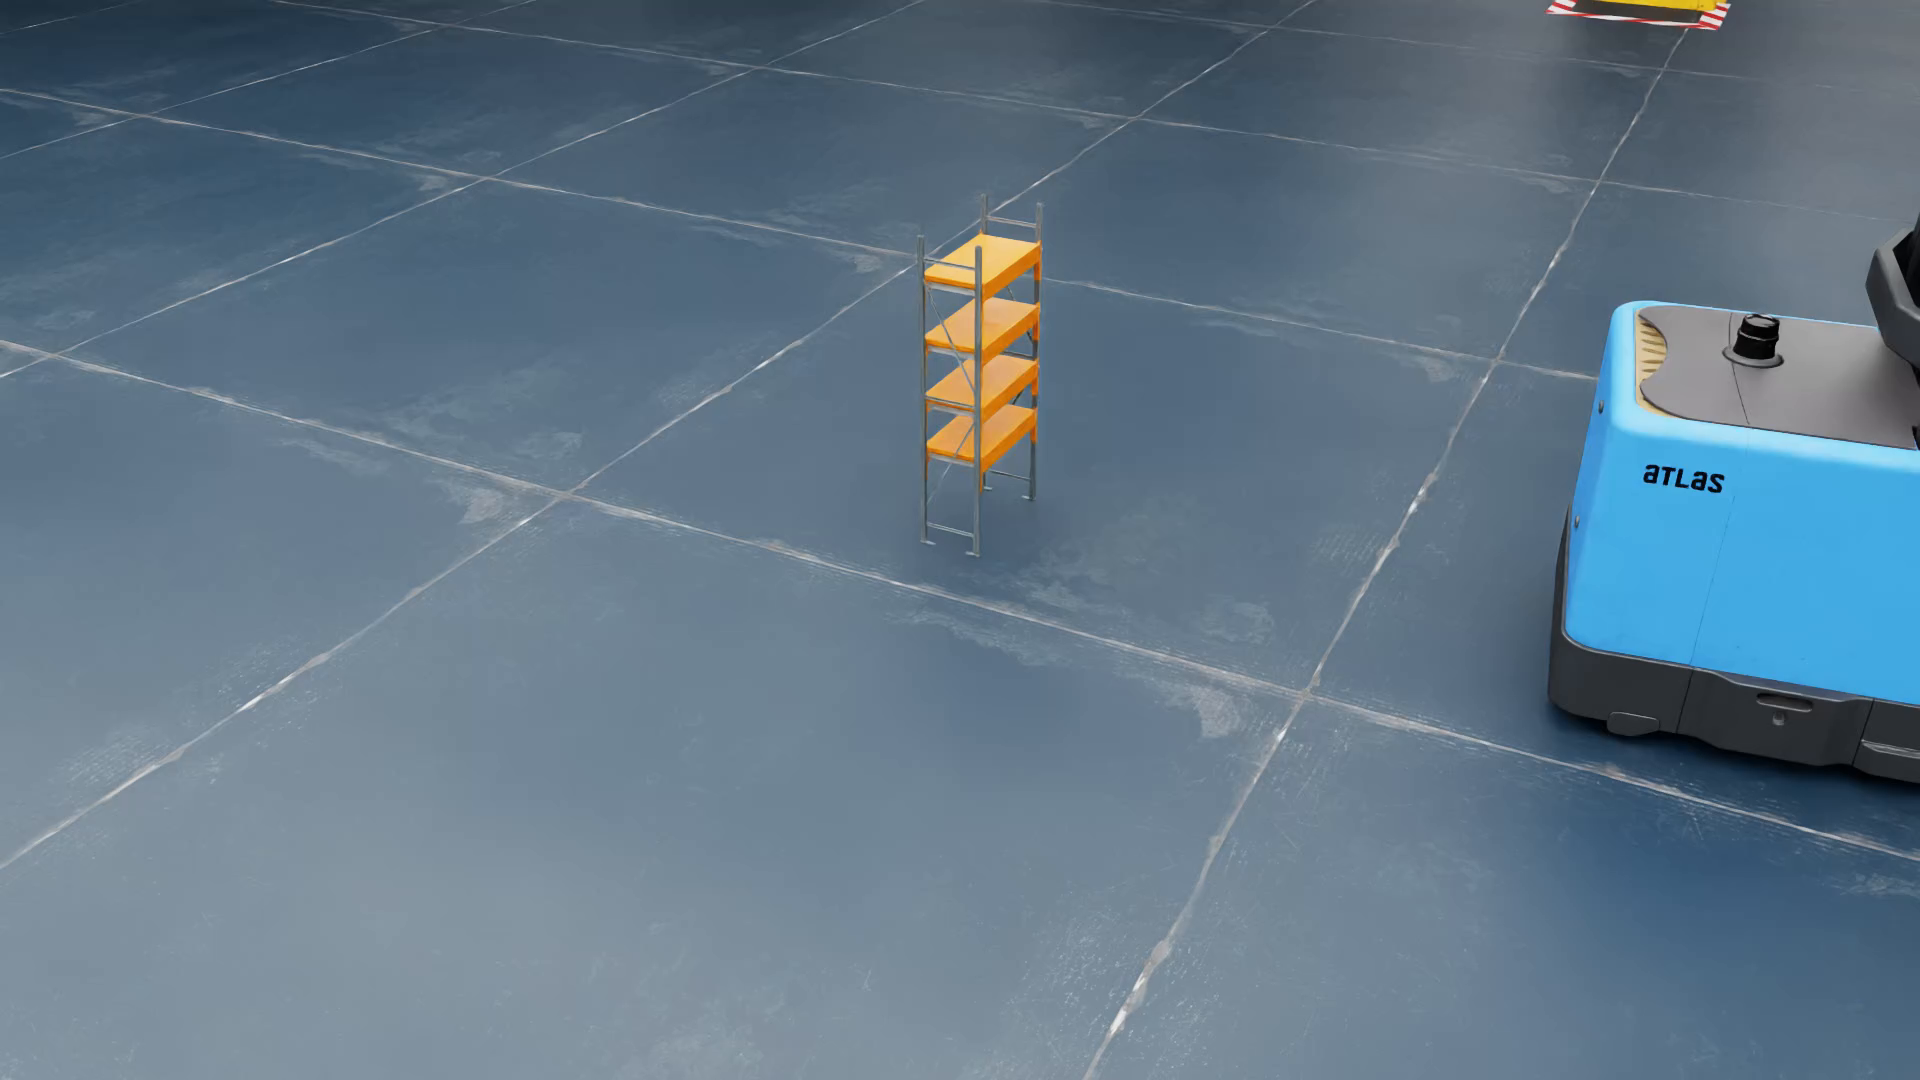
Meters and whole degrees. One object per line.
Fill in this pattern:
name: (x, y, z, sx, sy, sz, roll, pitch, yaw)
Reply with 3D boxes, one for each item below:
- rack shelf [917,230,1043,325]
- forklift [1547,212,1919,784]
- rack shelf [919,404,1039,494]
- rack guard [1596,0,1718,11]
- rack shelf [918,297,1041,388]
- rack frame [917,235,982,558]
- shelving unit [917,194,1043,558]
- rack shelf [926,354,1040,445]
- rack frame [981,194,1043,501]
rack shelf: (0.075, -0.934, 5.883, 0.258, 0.148, 0.480, 14, 33, 23)
forklift: (3.430, -0.679, 4.489, 3.031, 2.935, 1.130, 10, 31, 17)
rack shelf: (0.075, -0.363, 6.211, 0.258, 0.148, 0.480, 14, 33, 23)
rack guard: (5.890, -4.866, 14.222, 1.175, 0.500, 0.348, 14, 33, 23)
rack shelf: (0.075, -0.729, 6.001, 0.258, 0.148, 0.480, 14, 33, 23)
rack frame: (-0.036, -0.486, 5.891, 0.240, 1.200, 0.015, 14, 33, 23)
shelving unit: (0.075, -0.594, 6.079, 0.258, 1.200, 0.503, 14, 33, 23)
rack shelf: (0.075, -0.535, 6.112, 0.258, 0.148, 0.480, 14, 33, 23)
rack frame: (0.187, -0.702, 6.267, 0.240, 1.200, 0.015, 14, 33, 23)
